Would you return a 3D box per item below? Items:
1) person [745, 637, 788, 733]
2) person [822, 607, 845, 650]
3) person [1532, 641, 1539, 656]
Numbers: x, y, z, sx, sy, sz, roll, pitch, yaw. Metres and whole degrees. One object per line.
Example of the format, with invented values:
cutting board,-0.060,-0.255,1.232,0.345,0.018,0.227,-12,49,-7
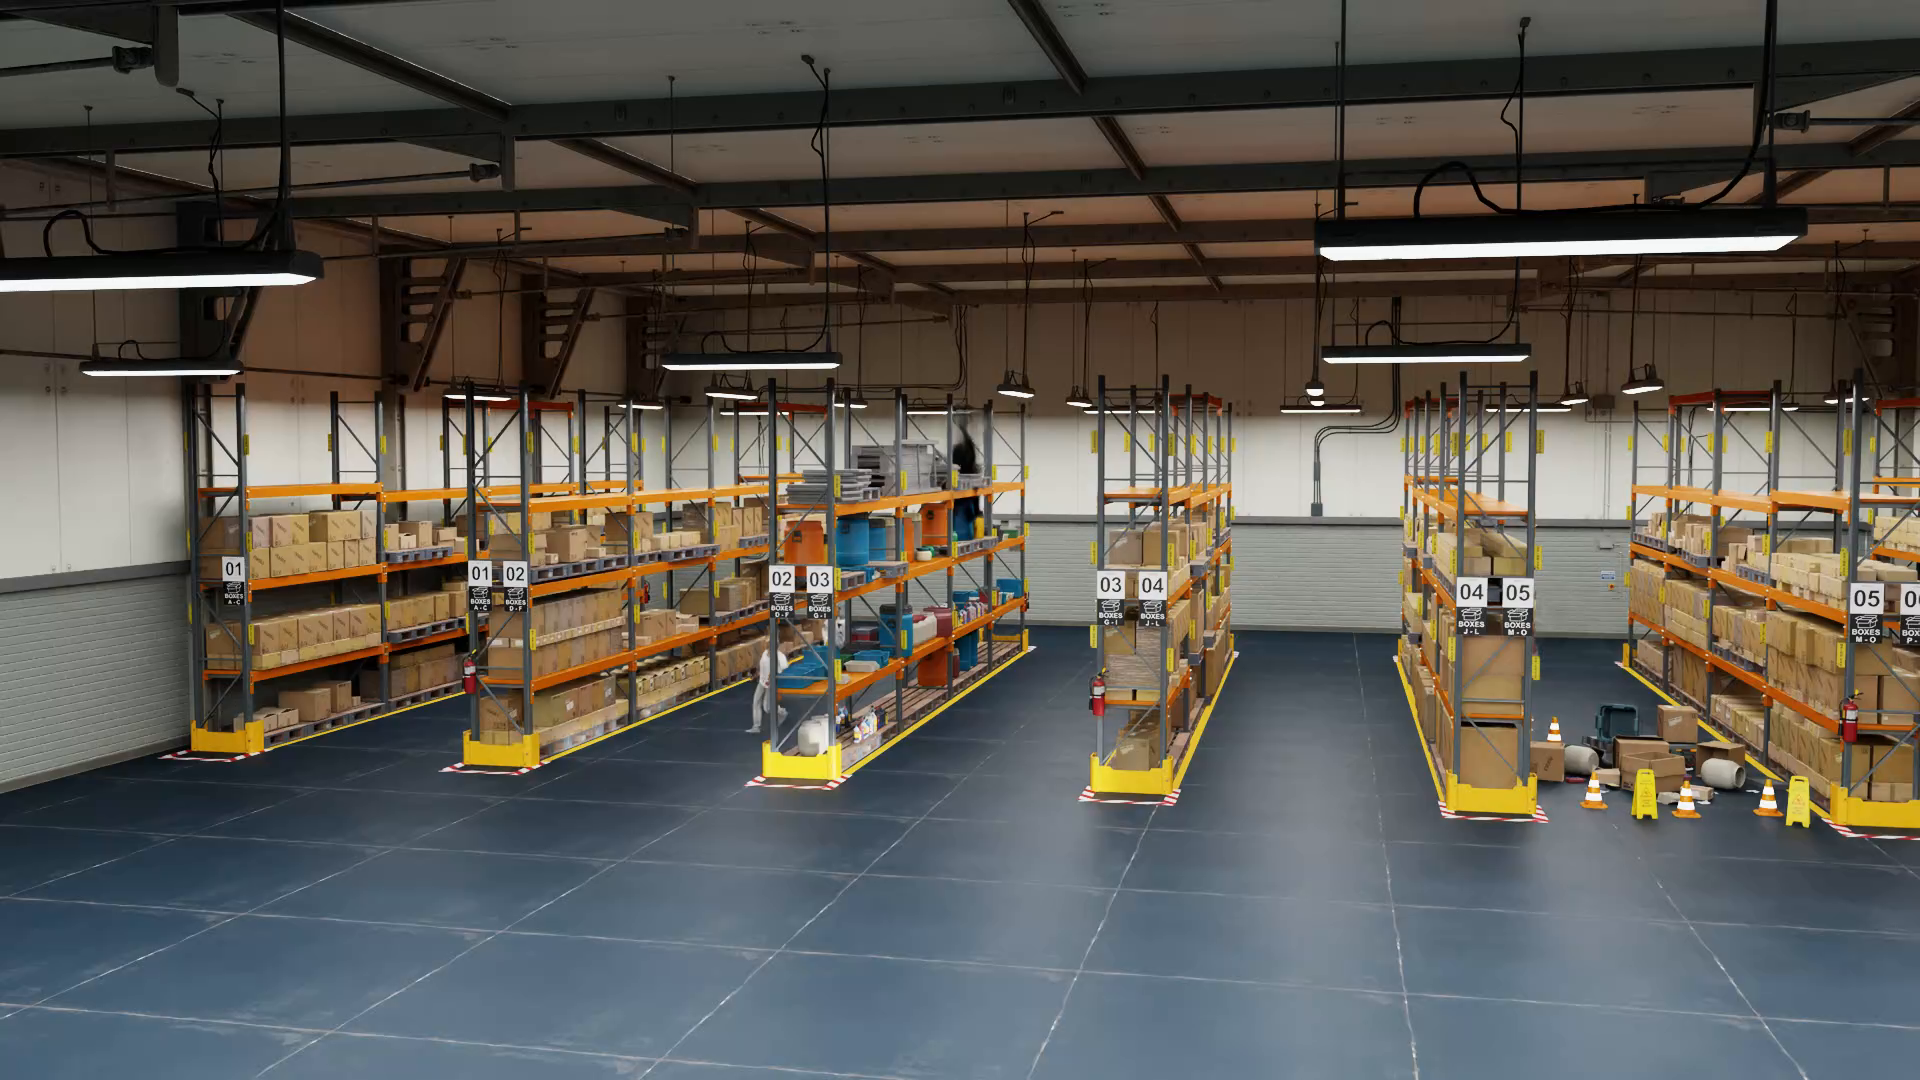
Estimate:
person,-3.264,2.495,28.765,0.753,1.717,0.823,3,4,40
person,-2.604,2.195,34.798,0.603,1.669,0.761,0,3,3
person,13.294,1.919,39.248,0.749,1.618,0.609,0,3,7
